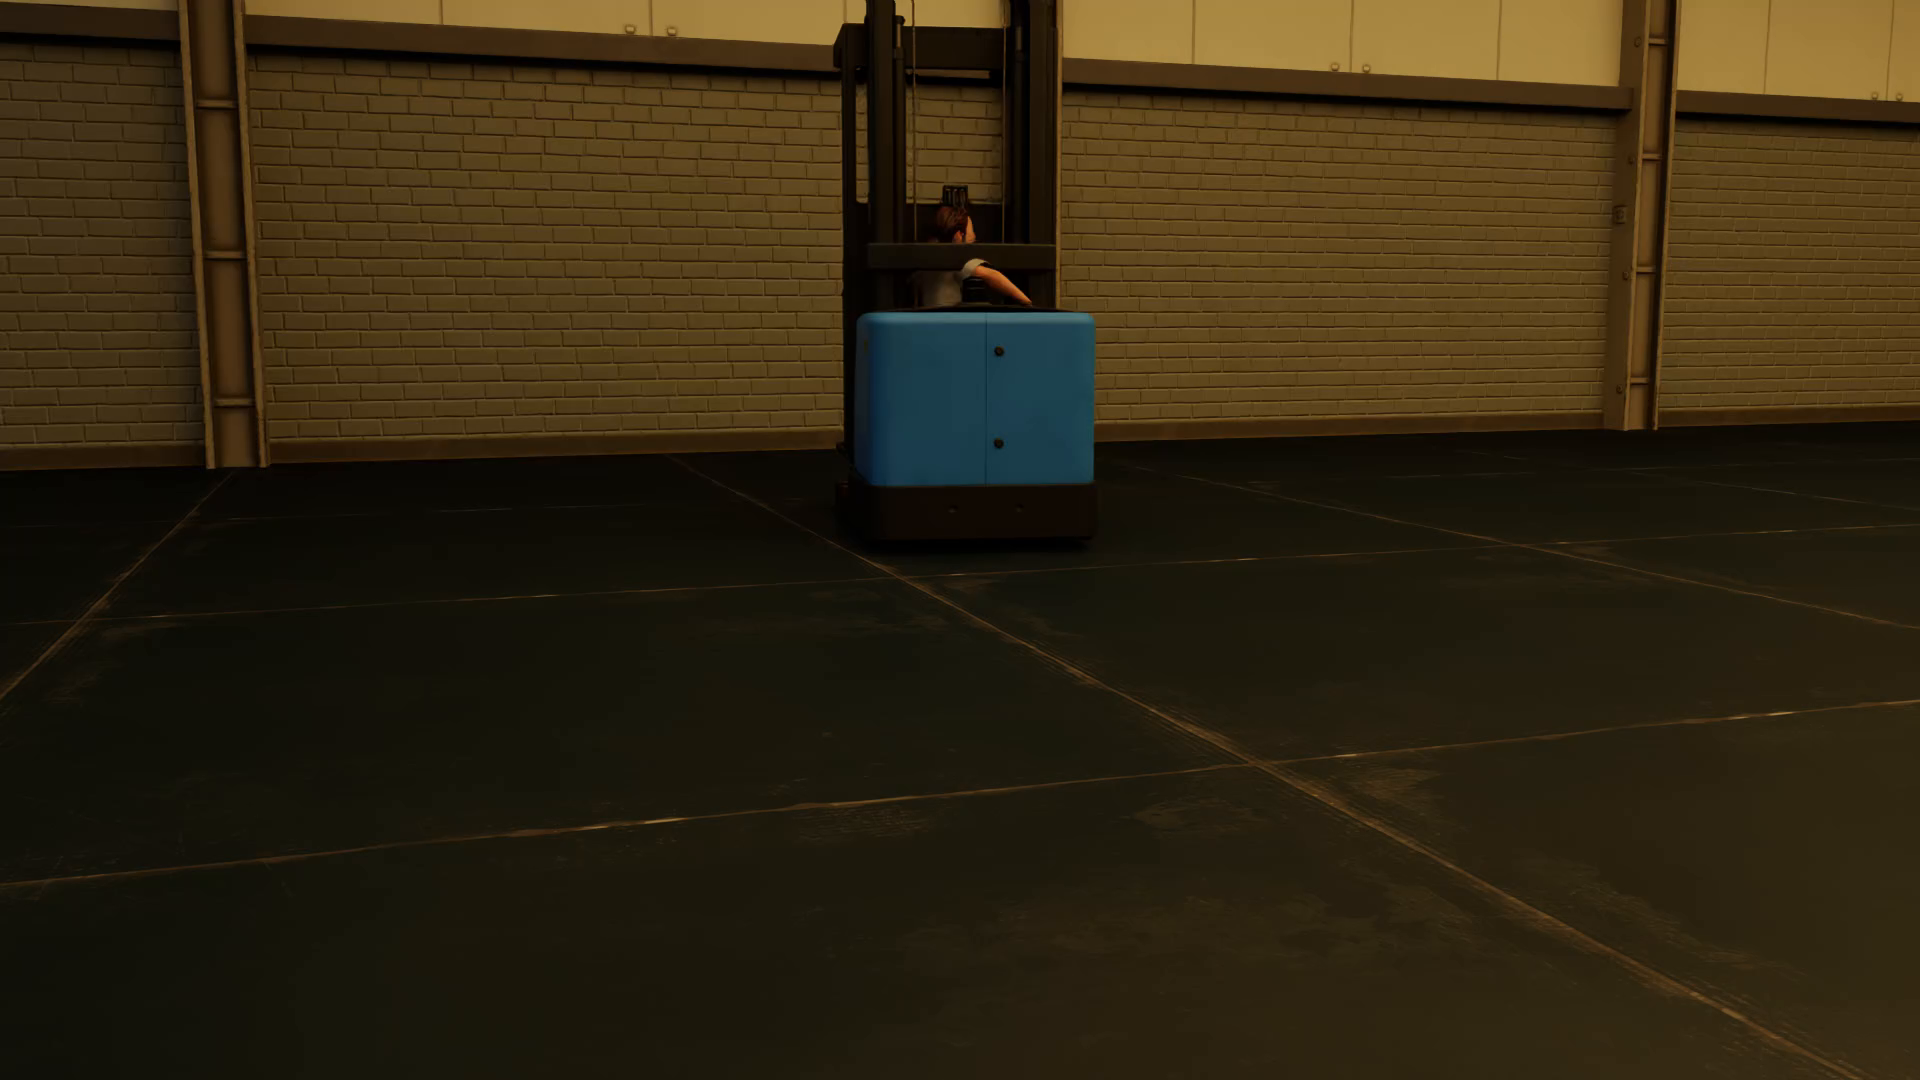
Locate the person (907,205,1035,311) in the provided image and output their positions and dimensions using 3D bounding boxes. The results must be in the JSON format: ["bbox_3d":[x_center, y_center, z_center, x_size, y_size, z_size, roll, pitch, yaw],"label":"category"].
[{"bbox_3d":[0.197,-0.907,8.405,0.878,1.527,0.979,-4,9,-29],"label":"person"}]

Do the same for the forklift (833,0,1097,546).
[{"bbox_3d":[-0.087,-1.589,8.733,1.130,2.935,3.031,-1,8,-8],"label":"forklift"}]
